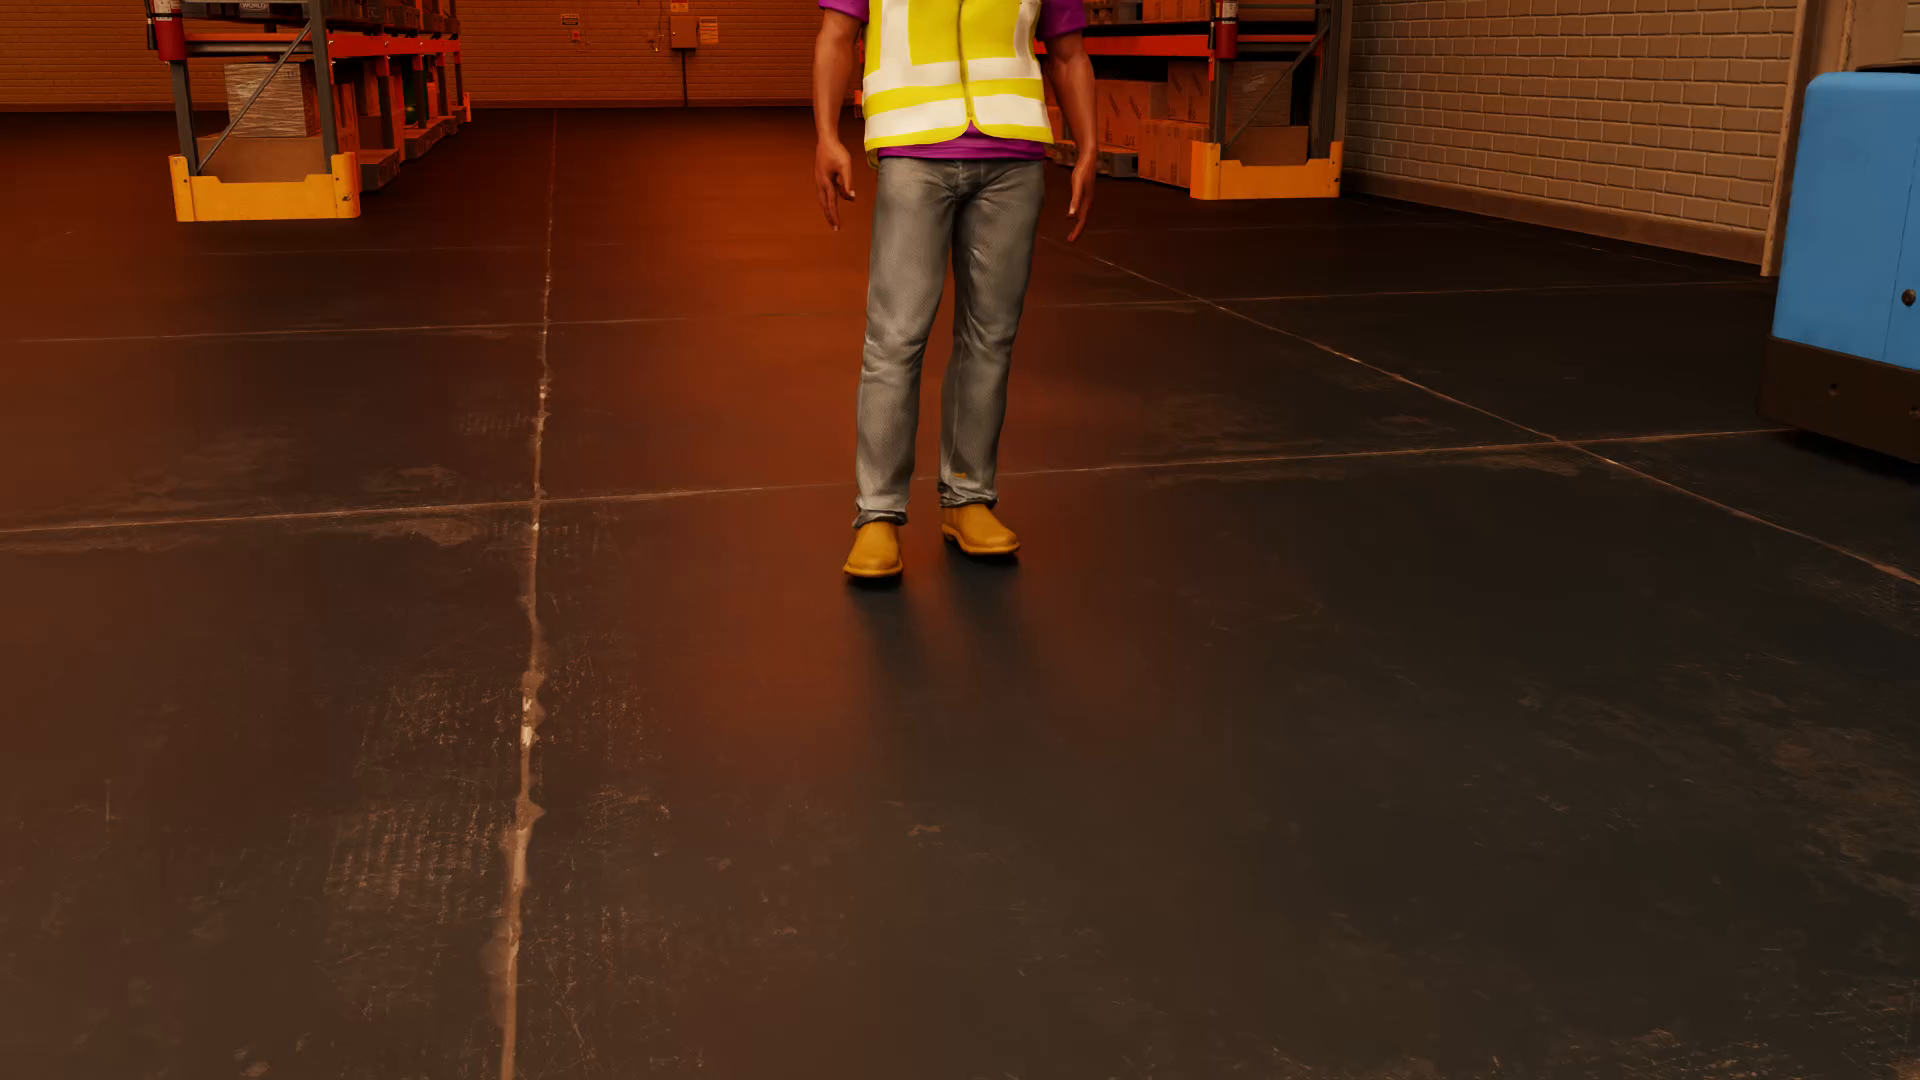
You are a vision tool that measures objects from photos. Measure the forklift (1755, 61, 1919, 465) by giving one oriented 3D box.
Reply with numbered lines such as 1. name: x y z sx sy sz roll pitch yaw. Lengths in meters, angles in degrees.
1. forklift: 3.988 -1.689 4.556 3.031 2.935 1.130 -4 17 -13

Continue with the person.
1. person: -0.007 -0.884 3.761 0.666 1.709 0.418 -4 17 -12
